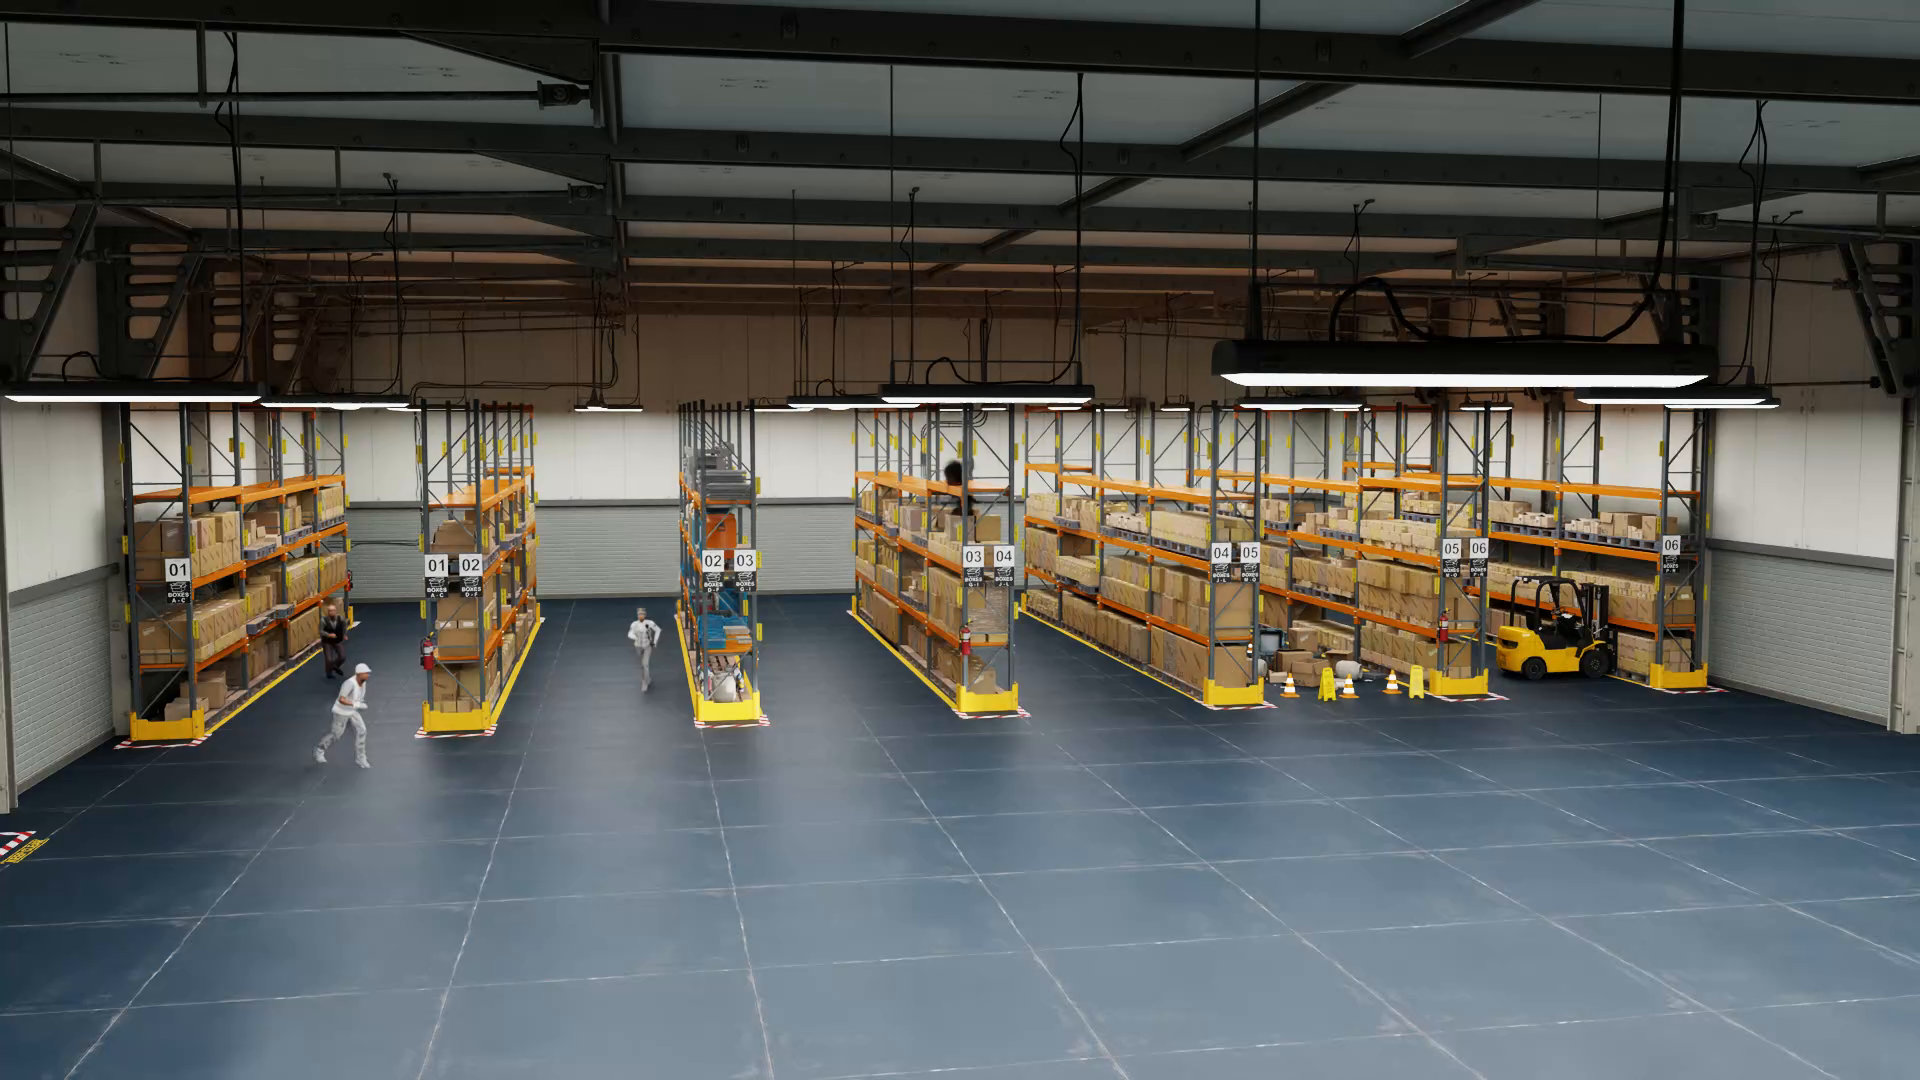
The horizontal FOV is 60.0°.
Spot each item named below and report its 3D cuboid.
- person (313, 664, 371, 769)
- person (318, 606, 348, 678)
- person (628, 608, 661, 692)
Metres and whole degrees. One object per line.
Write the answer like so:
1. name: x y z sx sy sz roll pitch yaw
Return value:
1. person: -10.028 2.860 26.995 1.041 1.734 0.721 1 4 7
2. person: -13.539 2.210 35.929 0.653 1.613 0.792 -3 5 -35
3. person: -6.589 2.265 34.676 0.604 1.739 0.768 1 4 10
